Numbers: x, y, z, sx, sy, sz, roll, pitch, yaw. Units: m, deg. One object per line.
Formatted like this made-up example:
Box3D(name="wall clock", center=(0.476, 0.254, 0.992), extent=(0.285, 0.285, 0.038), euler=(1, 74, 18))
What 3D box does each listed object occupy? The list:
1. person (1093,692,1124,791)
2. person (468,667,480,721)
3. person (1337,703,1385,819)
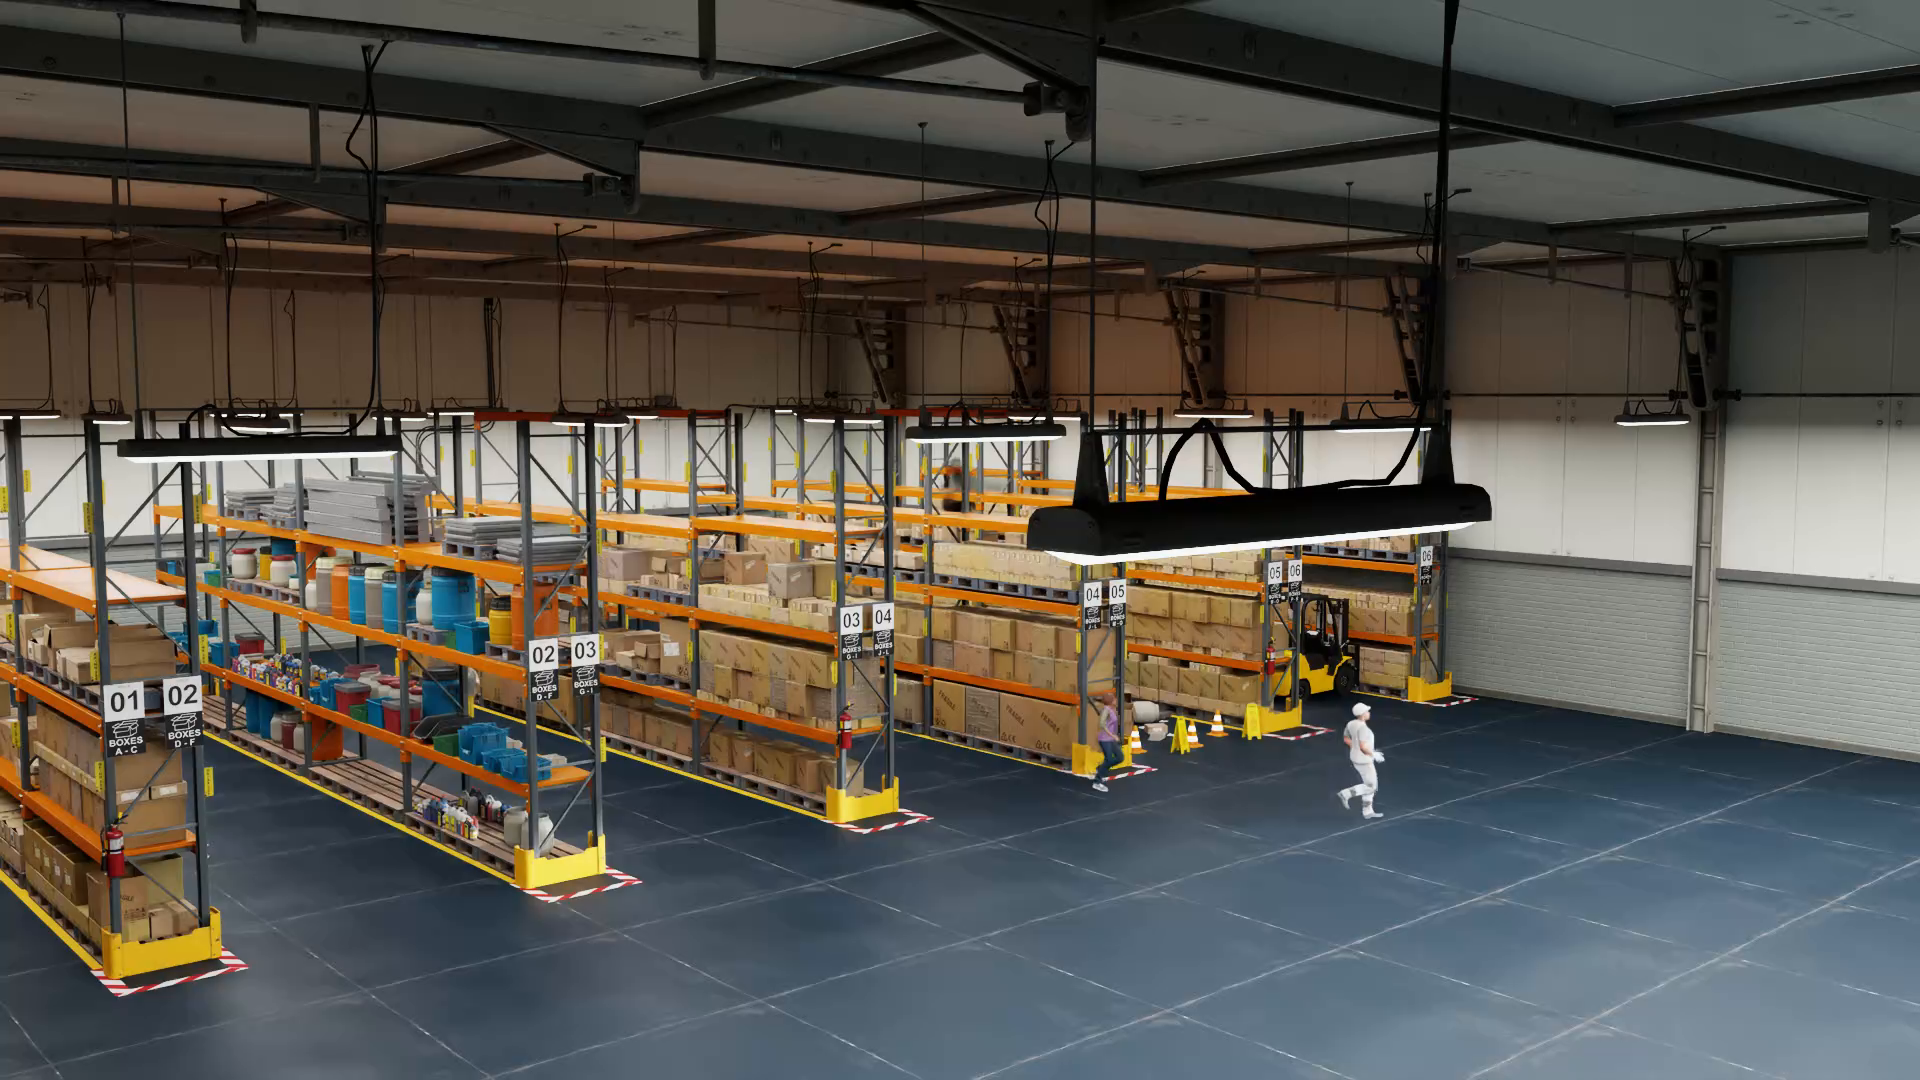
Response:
Box3D(name="person", center=(2.404, 3.230, 26.729), extent=(0.474, 1.533, 0.597), euler=(2, 5, 20))
Box3D(name="person", center=(-8.986, 2.873, 30.296), extent=(0.664, 1.607, 0.510), euler=(4, 6, 37))
Box3D(name="person", center=(5.945, 3.291, 24.751), extent=(0.746, 1.754, 0.655), euler=(-1, 5, -8))
